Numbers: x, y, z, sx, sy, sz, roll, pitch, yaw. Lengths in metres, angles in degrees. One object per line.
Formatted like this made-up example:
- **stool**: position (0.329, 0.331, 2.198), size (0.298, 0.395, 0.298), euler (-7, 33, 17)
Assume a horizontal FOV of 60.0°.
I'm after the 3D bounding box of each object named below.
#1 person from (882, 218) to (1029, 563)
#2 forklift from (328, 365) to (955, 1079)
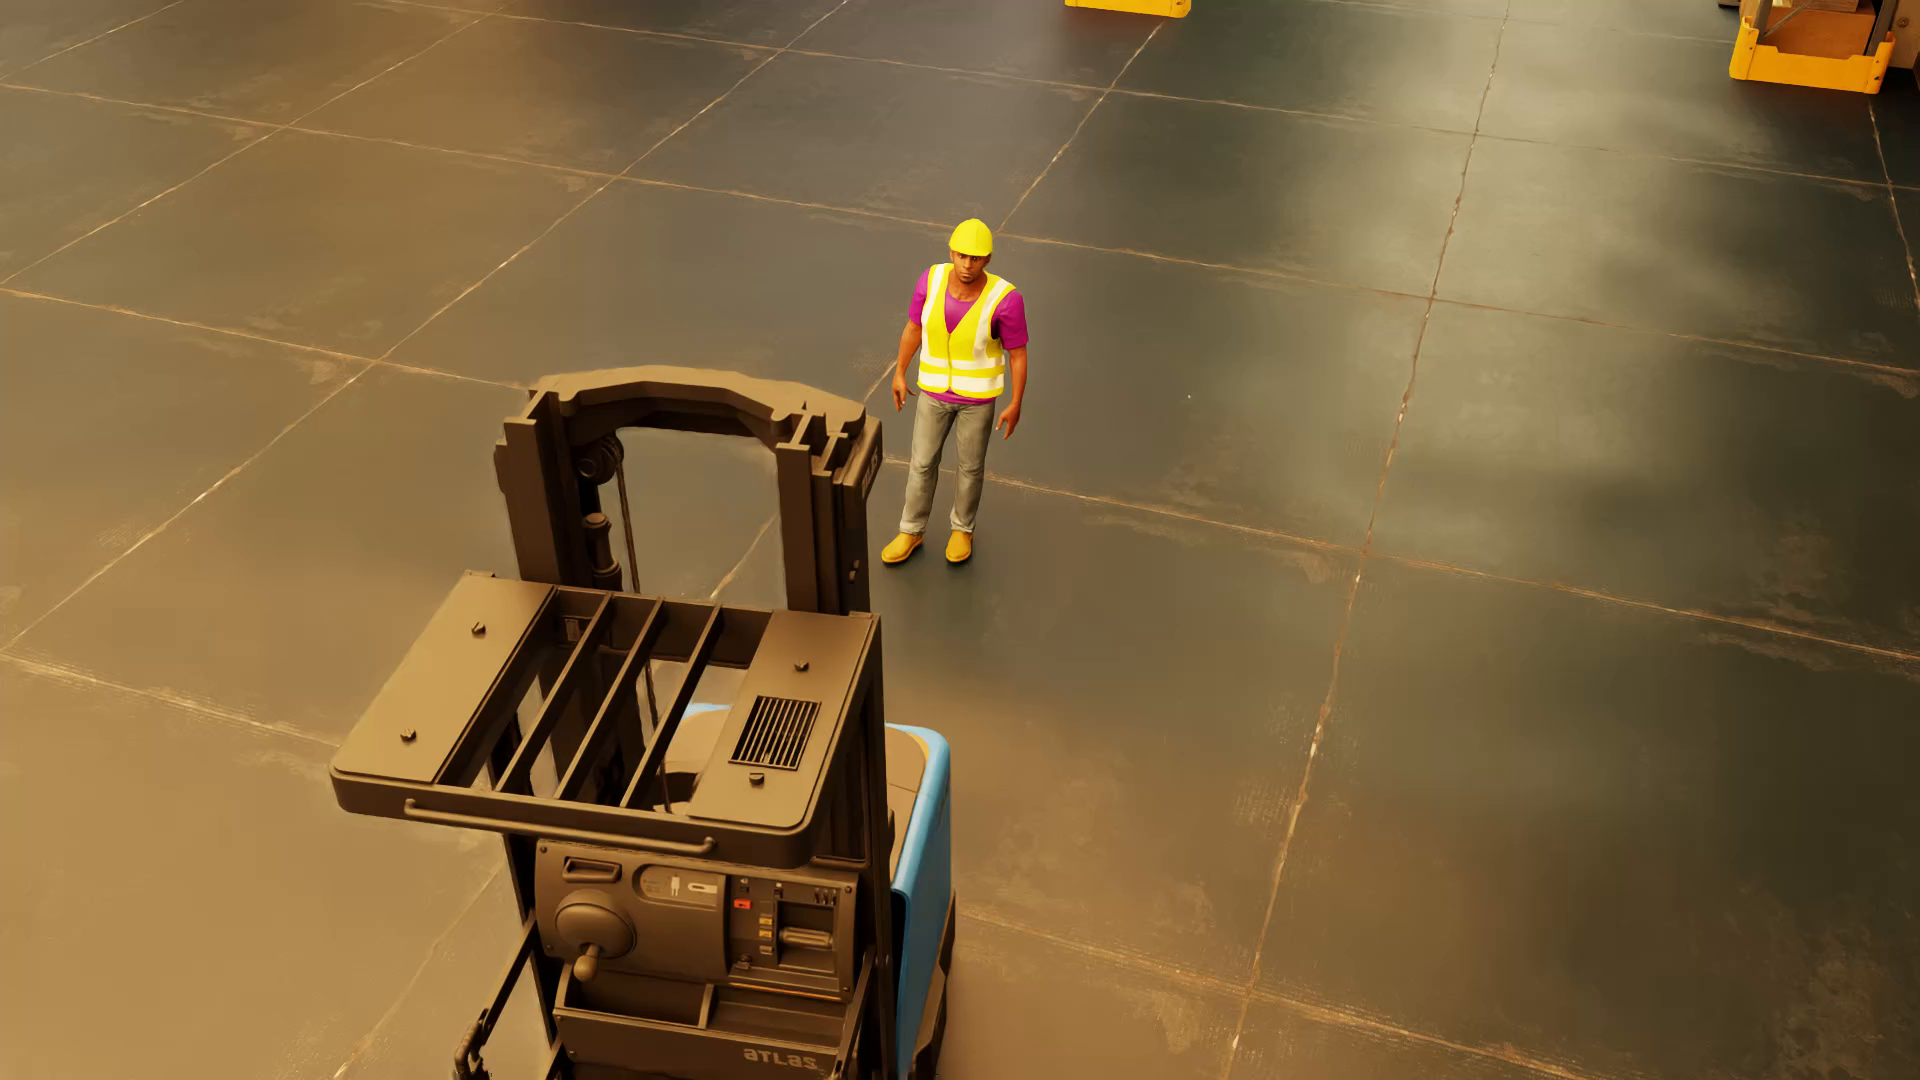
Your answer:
- **person**: position (-0.029, -0.690, 8.078), size (0.665, 1.765, 0.577), euler (12, 37, 16)
- **forklift**: position (-0.780, 1.139, 4.504), size (1.130, 2.935, 3.031), euler (6, 36, 8)
